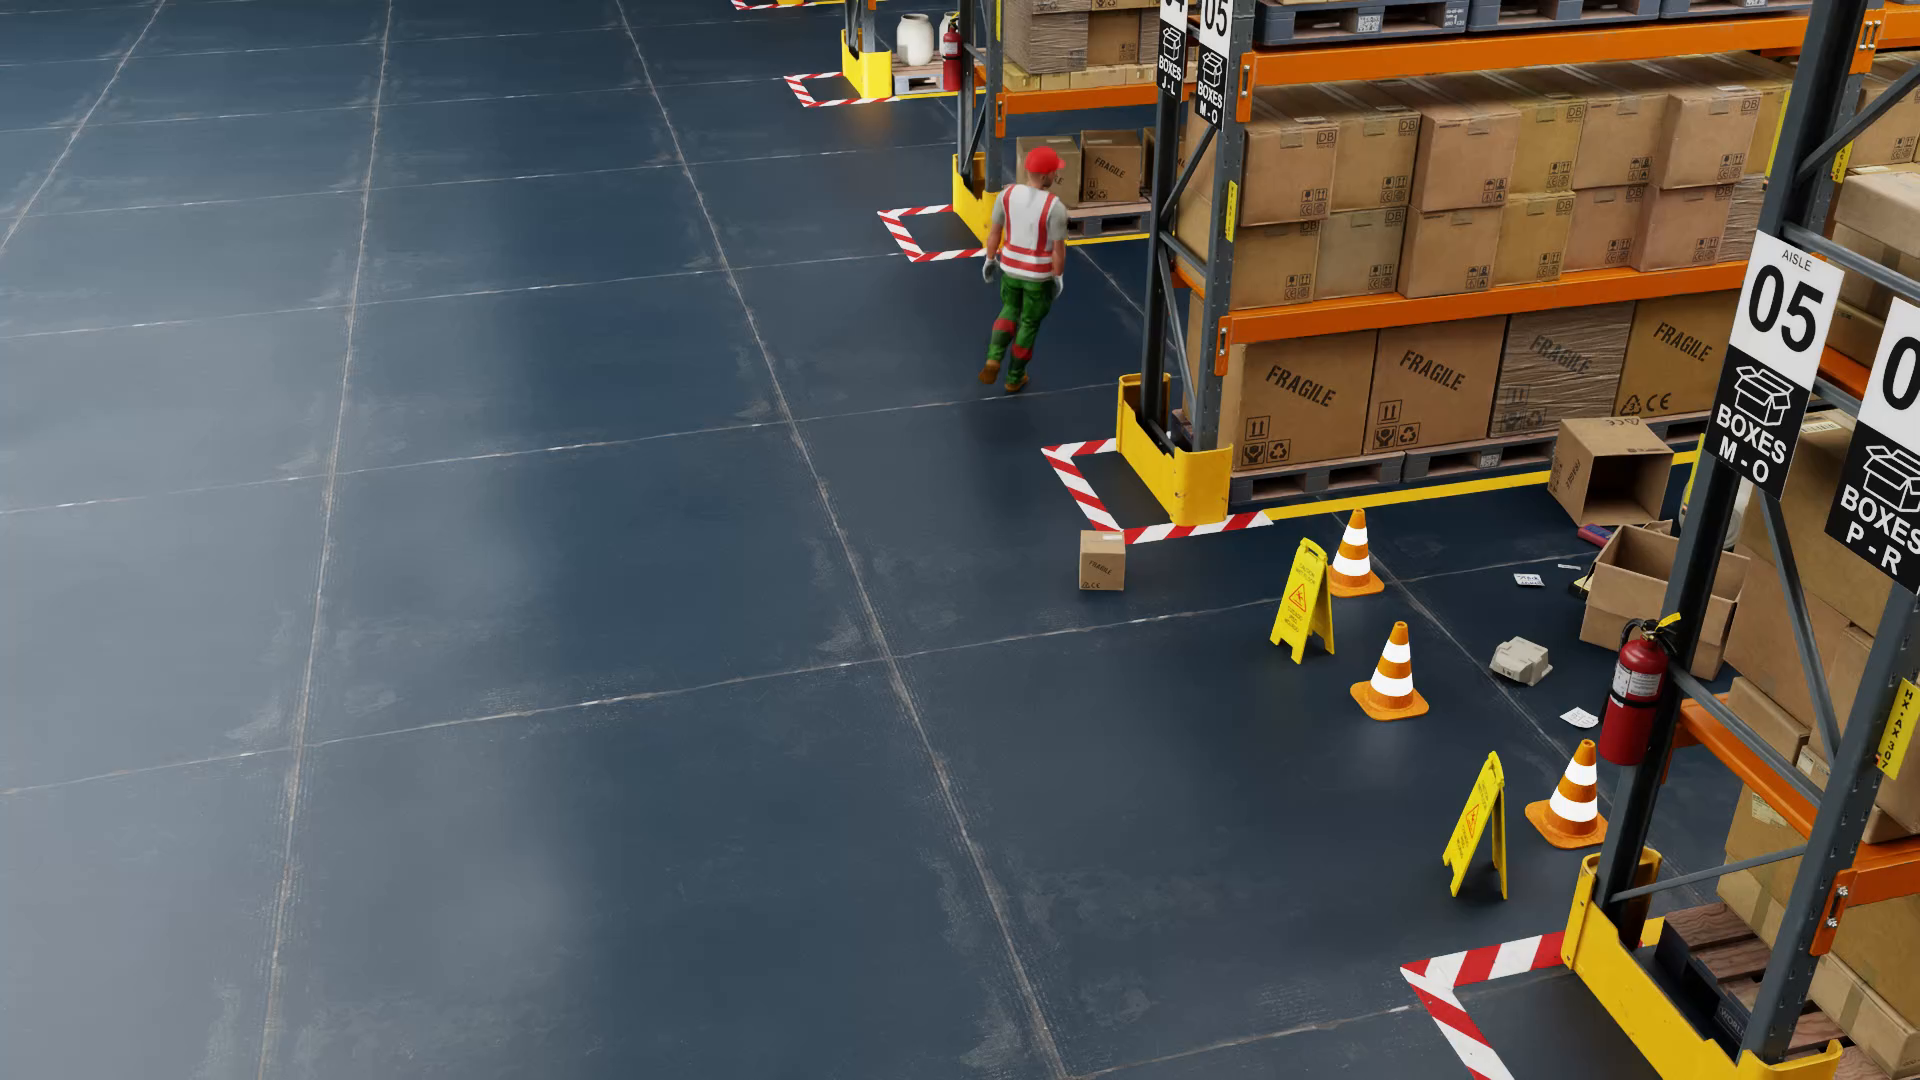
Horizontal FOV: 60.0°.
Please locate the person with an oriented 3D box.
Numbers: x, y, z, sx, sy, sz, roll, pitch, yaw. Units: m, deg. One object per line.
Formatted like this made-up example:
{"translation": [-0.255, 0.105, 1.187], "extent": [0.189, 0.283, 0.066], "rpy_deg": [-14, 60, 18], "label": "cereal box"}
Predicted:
{"translation": [0.457, -1.841, 11.365], "extent": [0.633, 1.767, 0.482], "rpy_deg": [14, 33, 23], "label": "person"}
